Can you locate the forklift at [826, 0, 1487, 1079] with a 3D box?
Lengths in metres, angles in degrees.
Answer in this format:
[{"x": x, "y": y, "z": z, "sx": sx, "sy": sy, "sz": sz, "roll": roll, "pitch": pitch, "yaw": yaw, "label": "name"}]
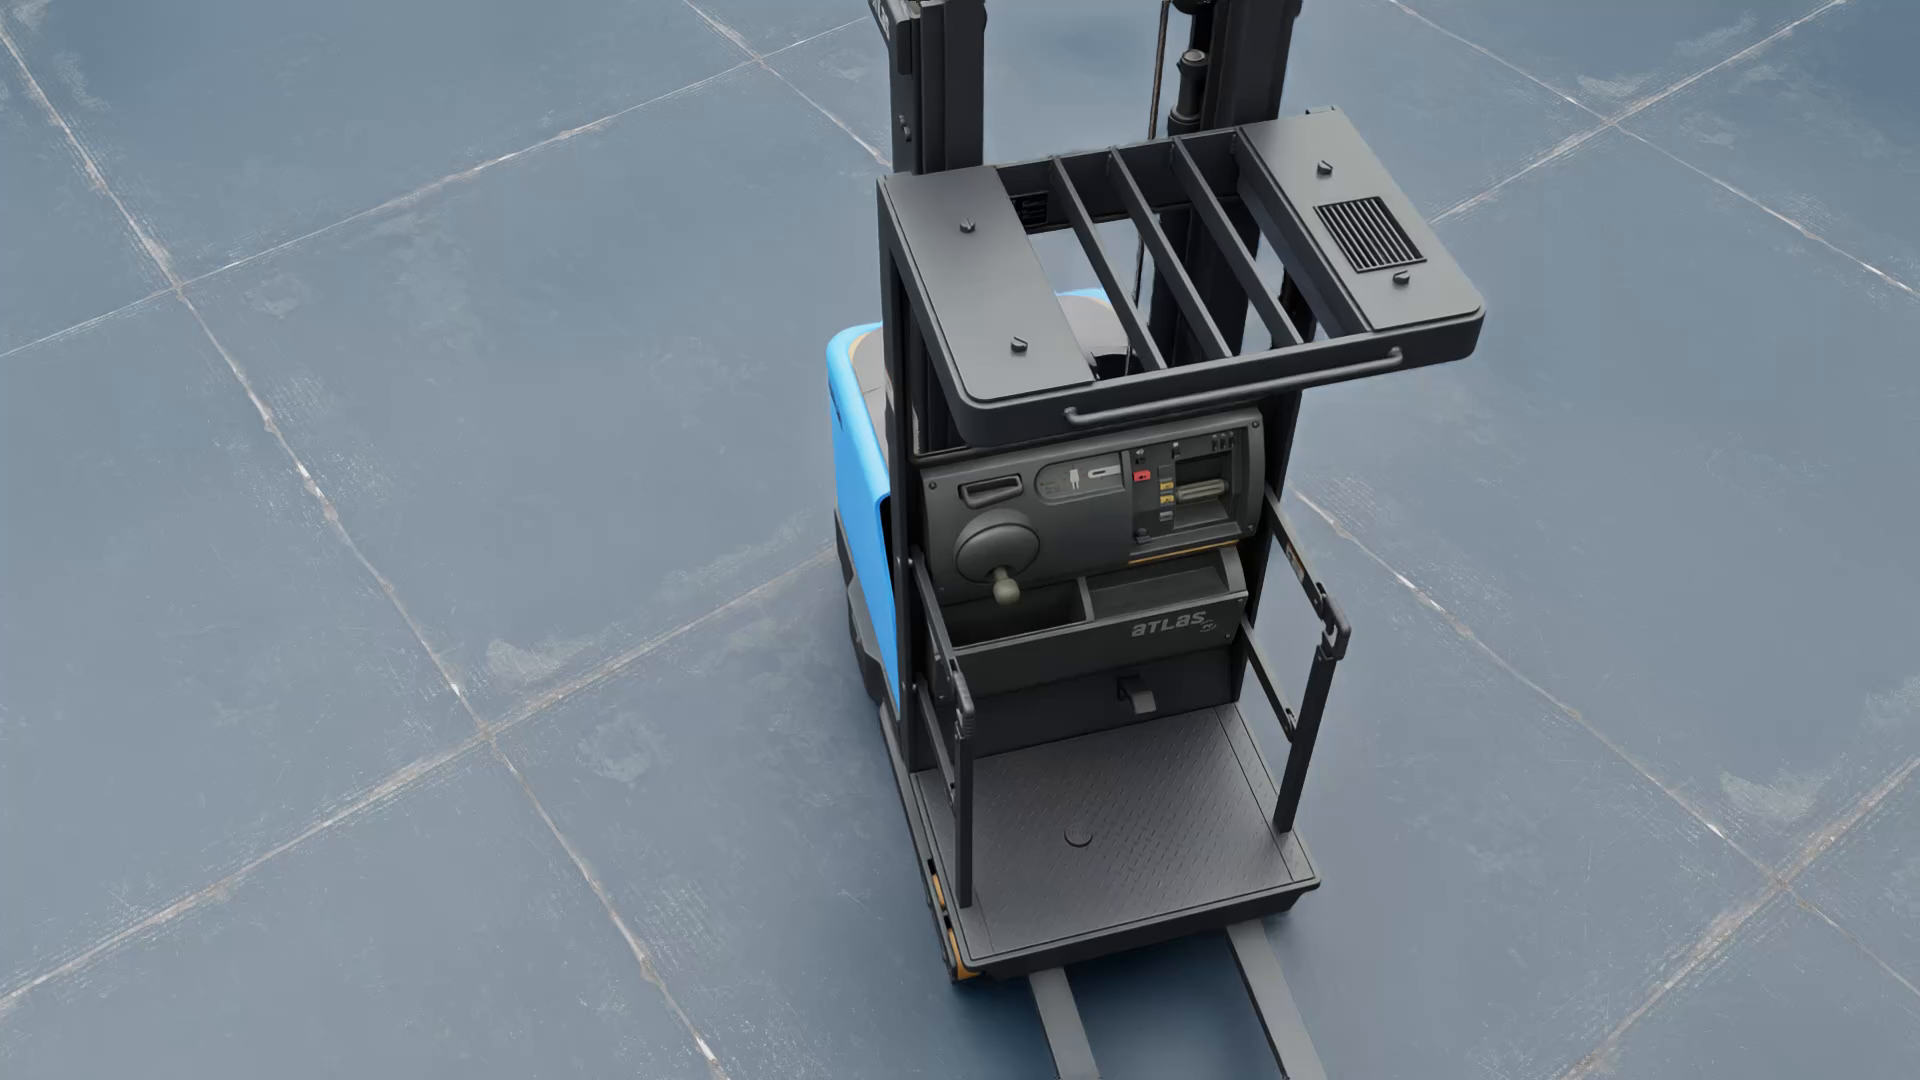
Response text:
[{"x": 0.419, "y": 0.016, "z": 4.257, "sx": 1.130, "sy": 2.935, "sz": 3.031, "roll": -11, "pitch": 49, "yaw": -10, "label": "forklift"}]
